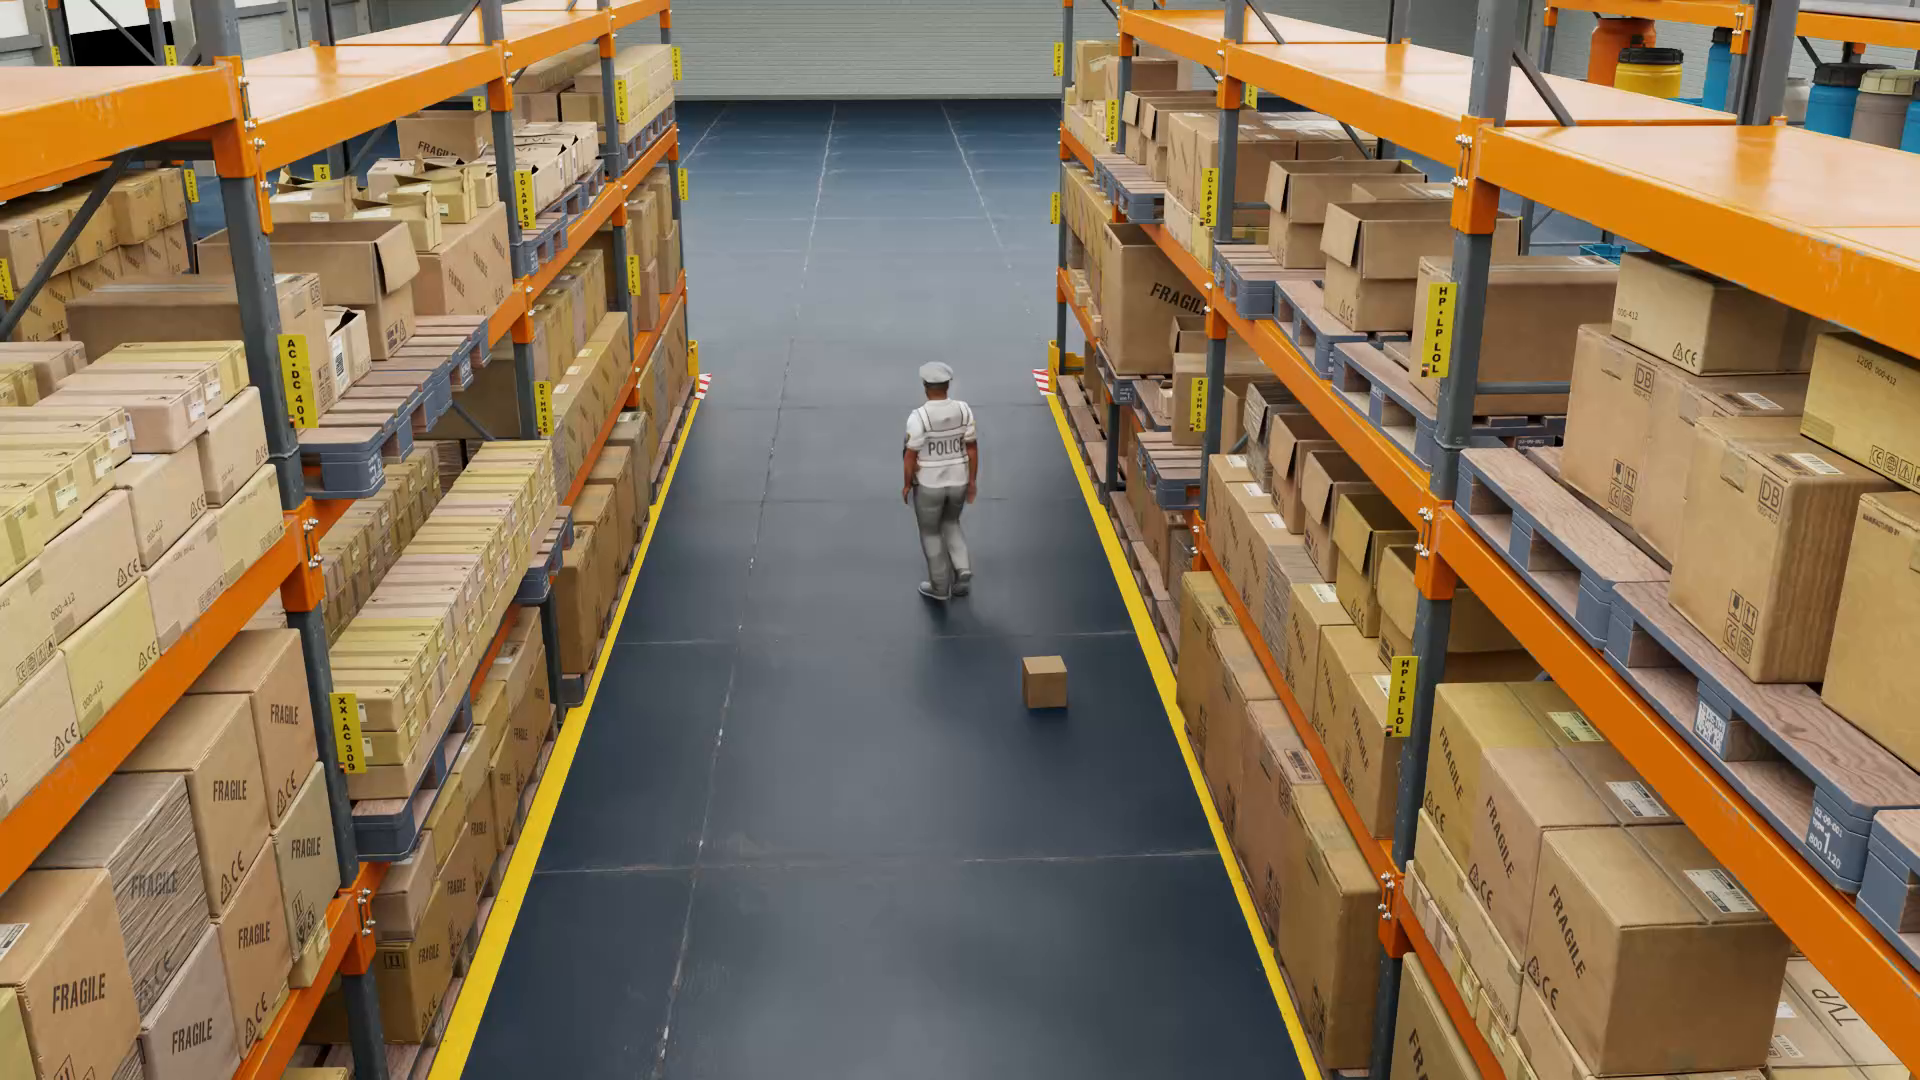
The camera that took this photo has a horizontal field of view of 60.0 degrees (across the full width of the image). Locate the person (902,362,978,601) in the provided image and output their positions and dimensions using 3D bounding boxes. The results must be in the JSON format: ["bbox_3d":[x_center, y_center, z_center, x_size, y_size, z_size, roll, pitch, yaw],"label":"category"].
[{"bbox_3d":[-0.158,-0.413,12.133,0.543,1.798,0.452,-11,23,-28],"label":"person"}]
